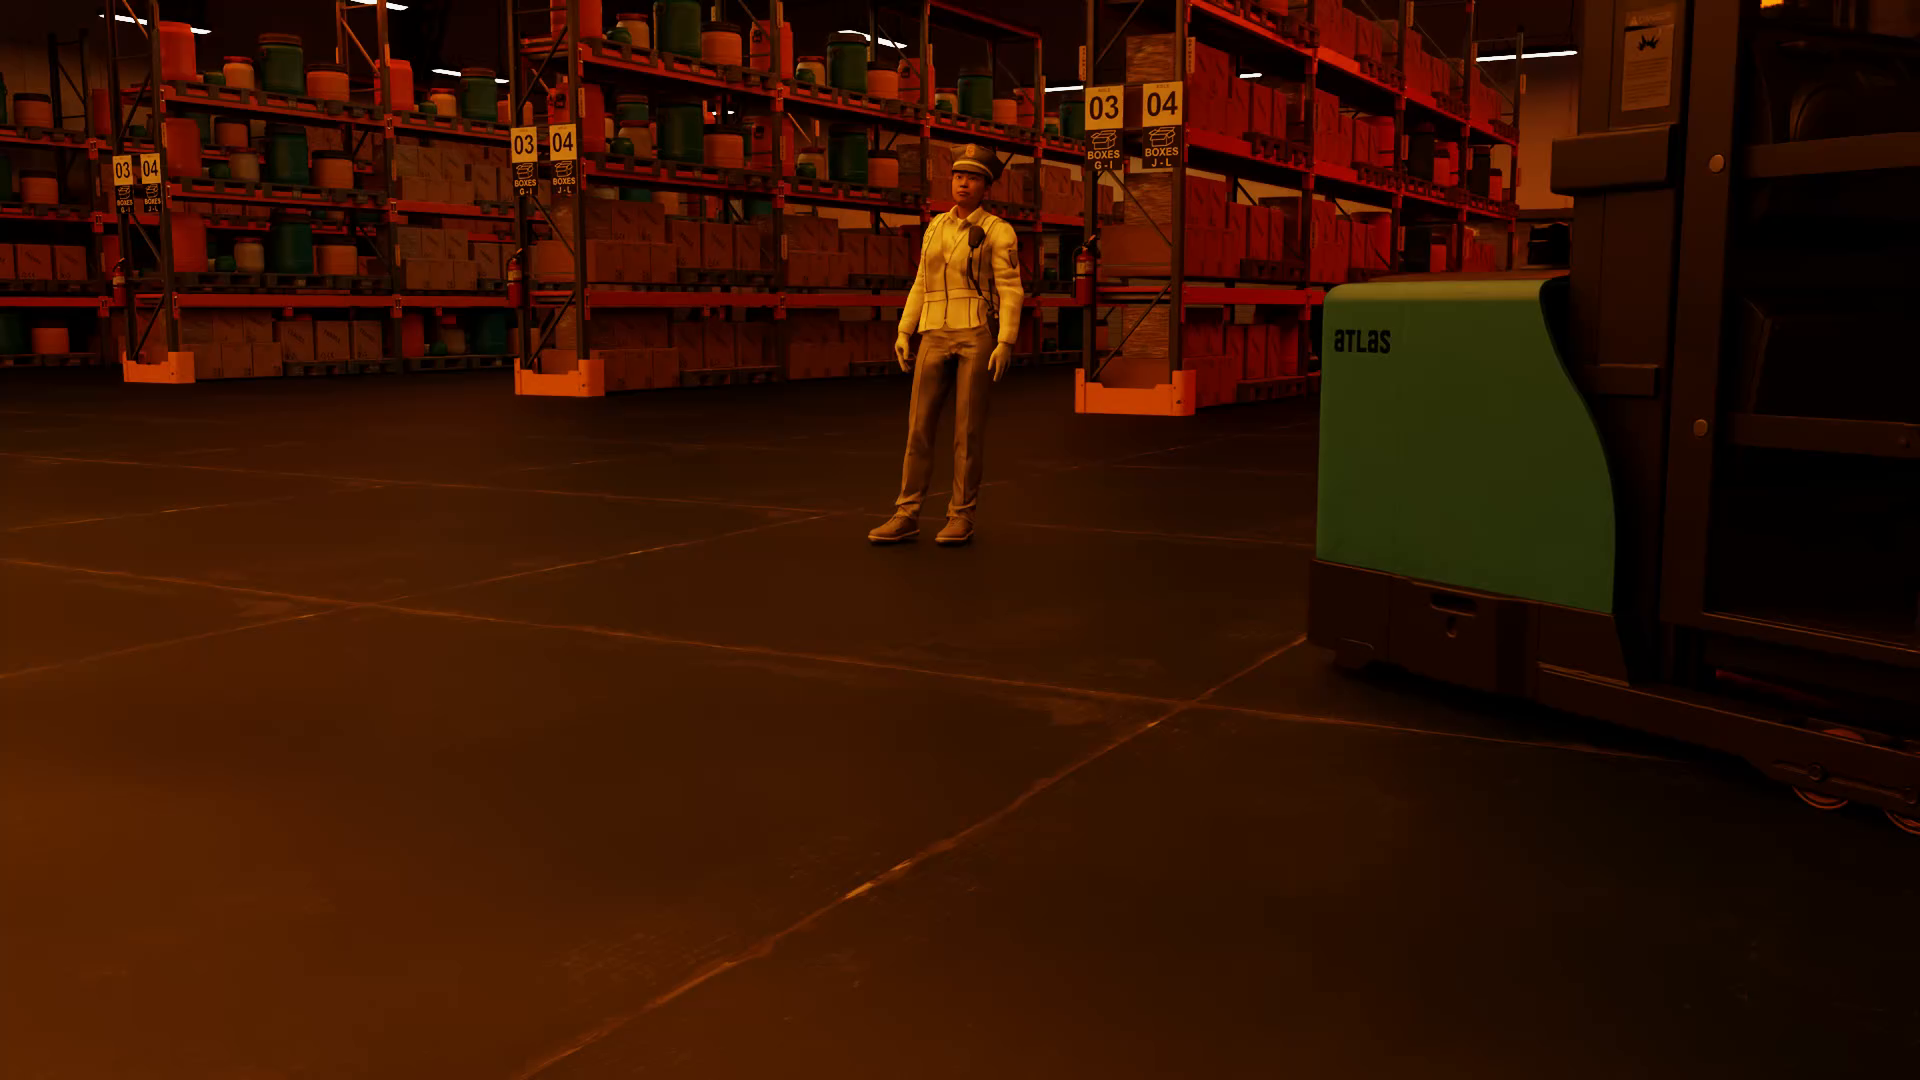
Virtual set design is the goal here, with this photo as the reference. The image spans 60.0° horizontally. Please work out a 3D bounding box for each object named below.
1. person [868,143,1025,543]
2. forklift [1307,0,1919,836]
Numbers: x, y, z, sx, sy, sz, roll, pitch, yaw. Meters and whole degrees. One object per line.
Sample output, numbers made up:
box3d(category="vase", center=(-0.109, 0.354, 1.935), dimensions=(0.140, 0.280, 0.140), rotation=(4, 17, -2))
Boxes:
box3d(category="person", center=(-0.038, -0.839, 7.142), dimensions=(0.588, 1.696, 0.533), rotation=(4, 9, 29))
box3d(category="forklift", center=(2.159, -0.954, 3.508), dimensions=(1.130, 2.935, 3.031), rotation=(-5, 9, -30))
